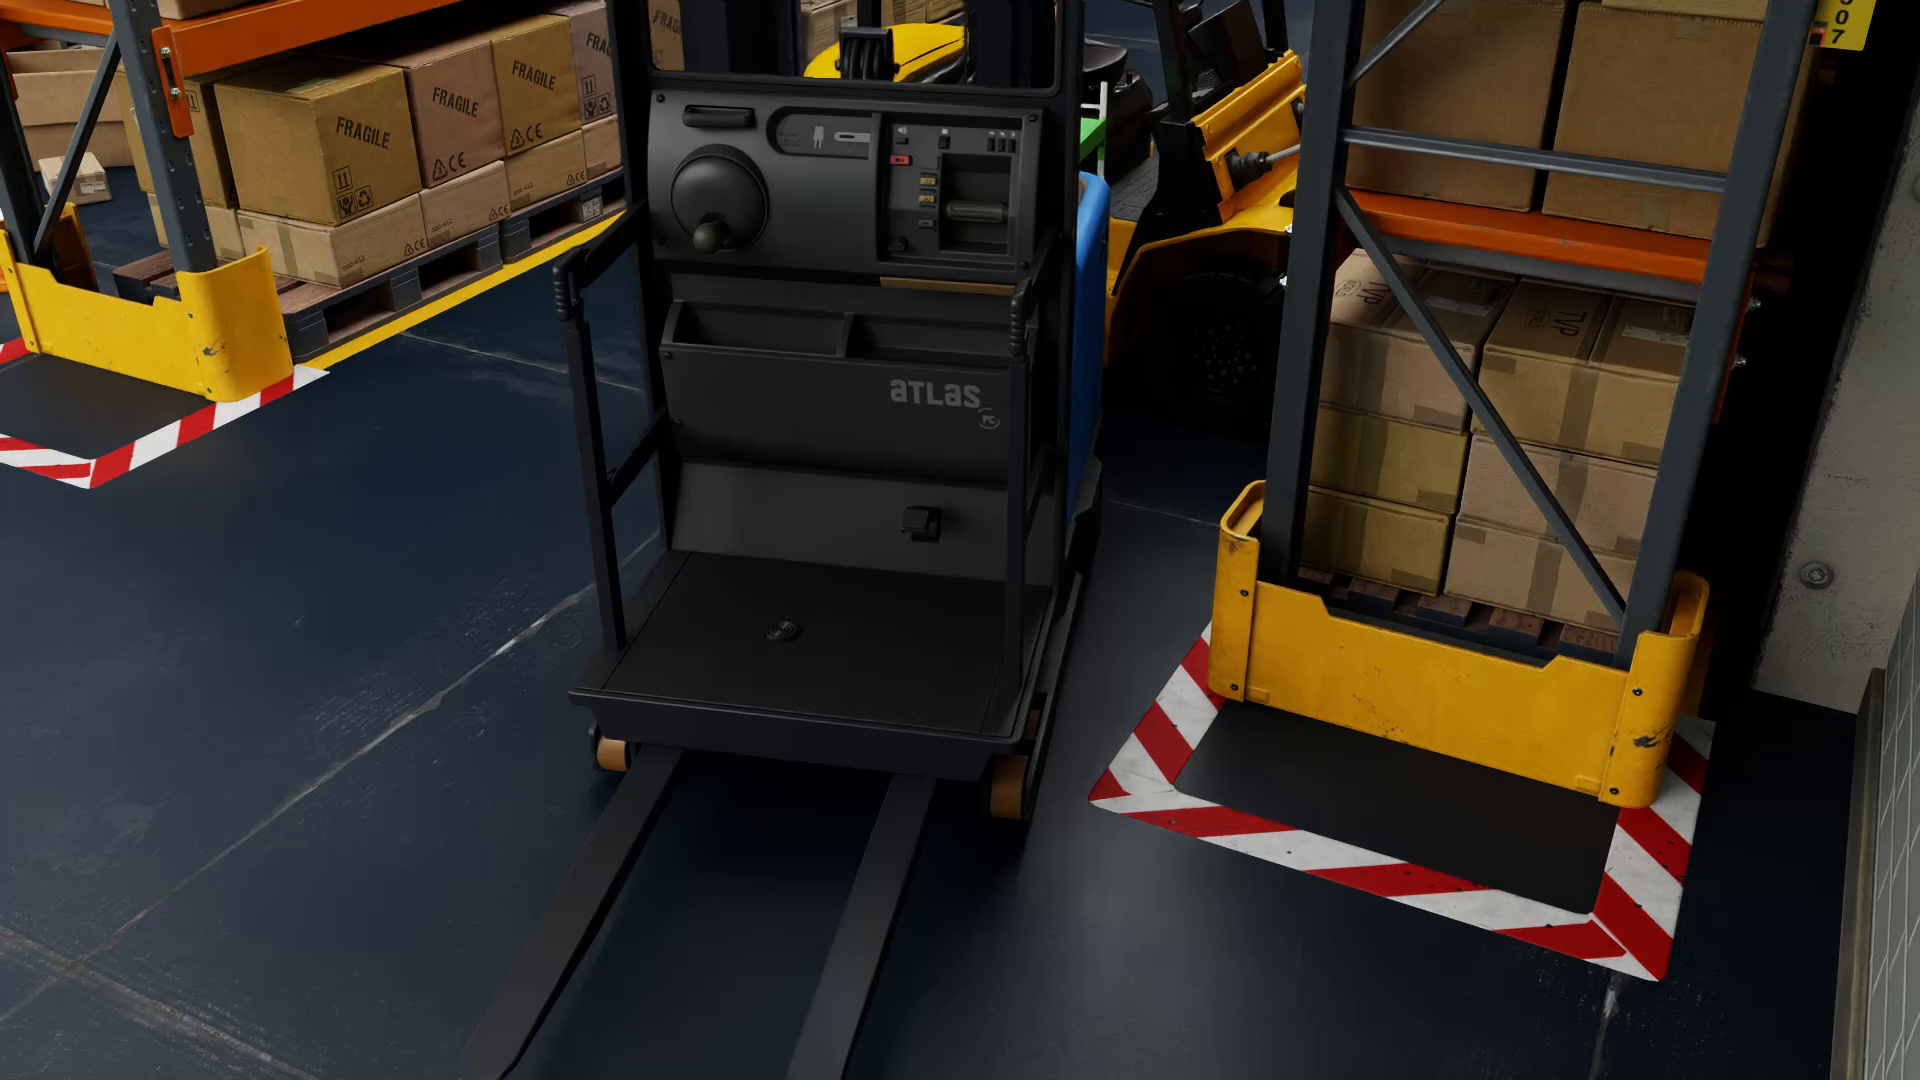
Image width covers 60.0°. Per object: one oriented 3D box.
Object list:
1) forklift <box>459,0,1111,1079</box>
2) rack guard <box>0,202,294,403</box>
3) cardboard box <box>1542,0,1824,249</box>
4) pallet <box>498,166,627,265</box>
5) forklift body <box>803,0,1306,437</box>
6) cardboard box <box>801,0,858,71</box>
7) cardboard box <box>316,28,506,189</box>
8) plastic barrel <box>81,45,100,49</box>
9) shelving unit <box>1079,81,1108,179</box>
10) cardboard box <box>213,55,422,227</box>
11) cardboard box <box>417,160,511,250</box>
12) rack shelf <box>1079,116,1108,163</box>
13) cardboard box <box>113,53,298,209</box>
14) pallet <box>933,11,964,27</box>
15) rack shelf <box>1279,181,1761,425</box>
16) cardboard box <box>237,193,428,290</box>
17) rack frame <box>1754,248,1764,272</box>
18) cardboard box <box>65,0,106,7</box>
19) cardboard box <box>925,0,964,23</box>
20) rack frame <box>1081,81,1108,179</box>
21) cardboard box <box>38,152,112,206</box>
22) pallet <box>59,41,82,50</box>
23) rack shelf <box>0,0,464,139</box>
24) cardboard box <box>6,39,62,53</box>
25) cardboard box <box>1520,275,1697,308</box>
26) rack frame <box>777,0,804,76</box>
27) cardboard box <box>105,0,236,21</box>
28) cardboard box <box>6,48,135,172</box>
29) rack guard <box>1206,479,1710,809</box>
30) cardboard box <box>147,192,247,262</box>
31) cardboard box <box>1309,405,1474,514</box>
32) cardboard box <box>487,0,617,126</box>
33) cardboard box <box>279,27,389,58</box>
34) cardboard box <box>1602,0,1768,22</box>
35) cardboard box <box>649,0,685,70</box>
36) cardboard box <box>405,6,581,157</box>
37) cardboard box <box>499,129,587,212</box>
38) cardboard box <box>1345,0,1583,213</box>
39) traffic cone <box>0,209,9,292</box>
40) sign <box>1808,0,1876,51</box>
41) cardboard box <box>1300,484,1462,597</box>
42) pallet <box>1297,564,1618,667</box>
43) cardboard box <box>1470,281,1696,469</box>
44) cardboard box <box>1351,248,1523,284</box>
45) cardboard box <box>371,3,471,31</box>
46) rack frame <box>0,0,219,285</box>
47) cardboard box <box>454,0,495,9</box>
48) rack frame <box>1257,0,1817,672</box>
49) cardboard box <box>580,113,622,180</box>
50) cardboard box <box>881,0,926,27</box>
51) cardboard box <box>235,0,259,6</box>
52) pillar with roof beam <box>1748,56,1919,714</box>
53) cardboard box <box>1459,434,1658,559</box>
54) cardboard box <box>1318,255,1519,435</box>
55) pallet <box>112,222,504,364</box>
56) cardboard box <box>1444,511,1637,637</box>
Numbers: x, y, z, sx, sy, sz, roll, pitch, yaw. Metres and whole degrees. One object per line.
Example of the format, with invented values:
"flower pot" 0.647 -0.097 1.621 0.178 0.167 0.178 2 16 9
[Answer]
"forklift" -0.311 -0.786 3.676 1.130 2.935 3.031 5 30 9
"rack guard" -3.123 -0.920 6.351 1.175 0.500 0.348 14 33 23
"cardboard box" 1.736 -1.046 3.959 0.500 0.500 0.500 15 33 25
"pallet" -2.164 -1.686 7.974 1.003 0.211 1.213 14 33 23
"forklift body" 0.503 -1.733 6.107 2.313 2.155 1.214 14 33 23
"cardboard box" -1.098 -3.020 9.713 0.950 0.372 0.625 15 33 24
"cardboard box" -2.299 -1.824 7.000 0.500 0.500 0.500 13 32 21
"plastic barrel" -4.939 -2.854 9.795 0.421 0.421 0.512 -12 32 -20
"shelving unit" 0.288 -0.887 5.590 0.258 1.200 0.503 10 31 17
"cardboard box" -2.533 -1.591 6.595 0.500 0.500 0.500 13 32 22
"cardboard box" -2.304 -1.480 7.154 0.500 0.250 0.500 16 33 25
"rack shelf" 0.288 -1.248 5.382 0.258 0.148 0.480 10 31 17
"cardboard box" -3.024 -1.700 6.784 0.500 0.500 0.500 15 33 24
"pallet" -0.427 -3.423 10.999 1.003 0.211 1.213 14 33 23
"rack shelf" 2.174 -1.421 5.435 1.077 0.370 4.000 14 33 23
"cardboard box" -2.543 -1.255 6.763 0.500 0.250 0.500 14 33 23
"rack frame" 3.086 -2.619 6.799 1.000 3.000 0.127 14 33 23
"cardboard box" -3.177 -2.076 6.105 0.380 0.149 0.250 15 33 25
"cardboard box" -0.459 -3.648 10.807 0.950 0.372 0.625 15 33 25
"rack frame" 0.371 -1.001 5.789 0.240 1.200 0.015 10 31 17
"cardboard box" -4.359 -1.773 8.189 0.250 0.149 0.380 -18 34 -28
"pallet" -6.204 -3.293 10.773 1.003 0.211 1.213 14 33 23
"rack shelf" -2.246 -2.545 7.393 1.077 0.370 4.000 14 33 23
"cardboard box" -5.581 -2.818 9.653 0.500 0.500 0.500 21 36 32
"cardboard box" 1.875 -0.662 4.726 0.500 0.250 0.500 14 33 23
"rack frame" -1.335 -3.744 8.757 1.000 3.000 0.127 14 33 23
"cardboard box" -2.818 -1.965 5.912 0.380 0.149 0.250 14 33 23
"cardboard box" -4.611 -2.241 8.647 0.797 0.503 0.637 -7 31 -11
"rack guard" 1.252 0.248 4.315 1.175 0.500 0.348 14 33 23
"cardboard box" -3.017 -1.390 6.998 0.500 0.250 0.500 14 33 23
"cardboard box" 1.207 -0.339 4.666 0.500 0.250 0.500 14 33 23
"cardboard box" -1.827 -2.283 7.800 0.500 0.500 0.500 16 34 26
"cardboard box" -2.790 -1.932 7.189 0.500 0.500 0.500 16 33 25
"cardboard box" 1.649 -1.262 3.684 0.380 0.149 0.250 13 32 22
"cardboard box" -1.596 -2.510 8.195 0.500 0.500 0.500 15 33 24
"cardboard box" -2.063 -2.044 7.384 0.500 0.500 0.500 15 33 24
"cardboard box" -2.067 -1.725 7.580 0.500 0.250 0.500 17 34 27
"cardboard box" 1.254 -1.167 4.170 0.500 0.500 0.500 14 33 22
"traffic cone" -4.110 -1.354 7.143 0.336 0.463 0.334 14 33 23
"sign" 1.755 -1.127 3.252 0.100 0.325 0.005 14 33 23
"cardboard box" 1.196 -0.116 4.779 0.500 0.250 0.500 15 33 24
"pallet" 1.574 0.014 5.013 1.003 0.211 1.213 14 33 23
"cardboard box" 1.651 -0.440 4.339 0.500 0.250 0.500 14 33 23
"cardboard box" 1.423 -0.772 4.918 0.500 0.250 0.500 15 33 24
"cardboard box" -2.553 -2.154 7.575 0.500 0.500 0.500 14 33 22
"rack frame" -3.157 -1.971 5.669 1.000 3.000 0.127 14 33 23
"cardboard box" -2.315 -2.389 7.984 0.500 0.500 0.500 16 34 26
"rack frame" 1.263 -0.846 3.711 1.000 3.000 0.127 14 33 23
"cardboard box" -1.834 -1.948 7.969 0.500 0.250 0.500 15 33 24
"cardboard box" -0.774 -3.339 10.269 0.950 0.372 0.625 16 34 26
"cardboard box" -2.716 -2.081 6.113 0.380 0.149 0.250 15 33 24
"pillar with roof beam" -1.450 -4.529 4.100 9.100 9.000 0.400 14 33 23
"cardboard box" 1.662 -0.214 4.448 0.500 0.250 0.500 15 33 24
"cardboard box" 1.195 -0.544 4.521 0.500 0.250 0.500 15 33 25
"pallet" -2.721 -1.147 7.036 1.003 0.211 1.213 14 33 23
"cardboard box" 1.661 -0.009 4.594 0.500 0.250 0.500 14 33 23
